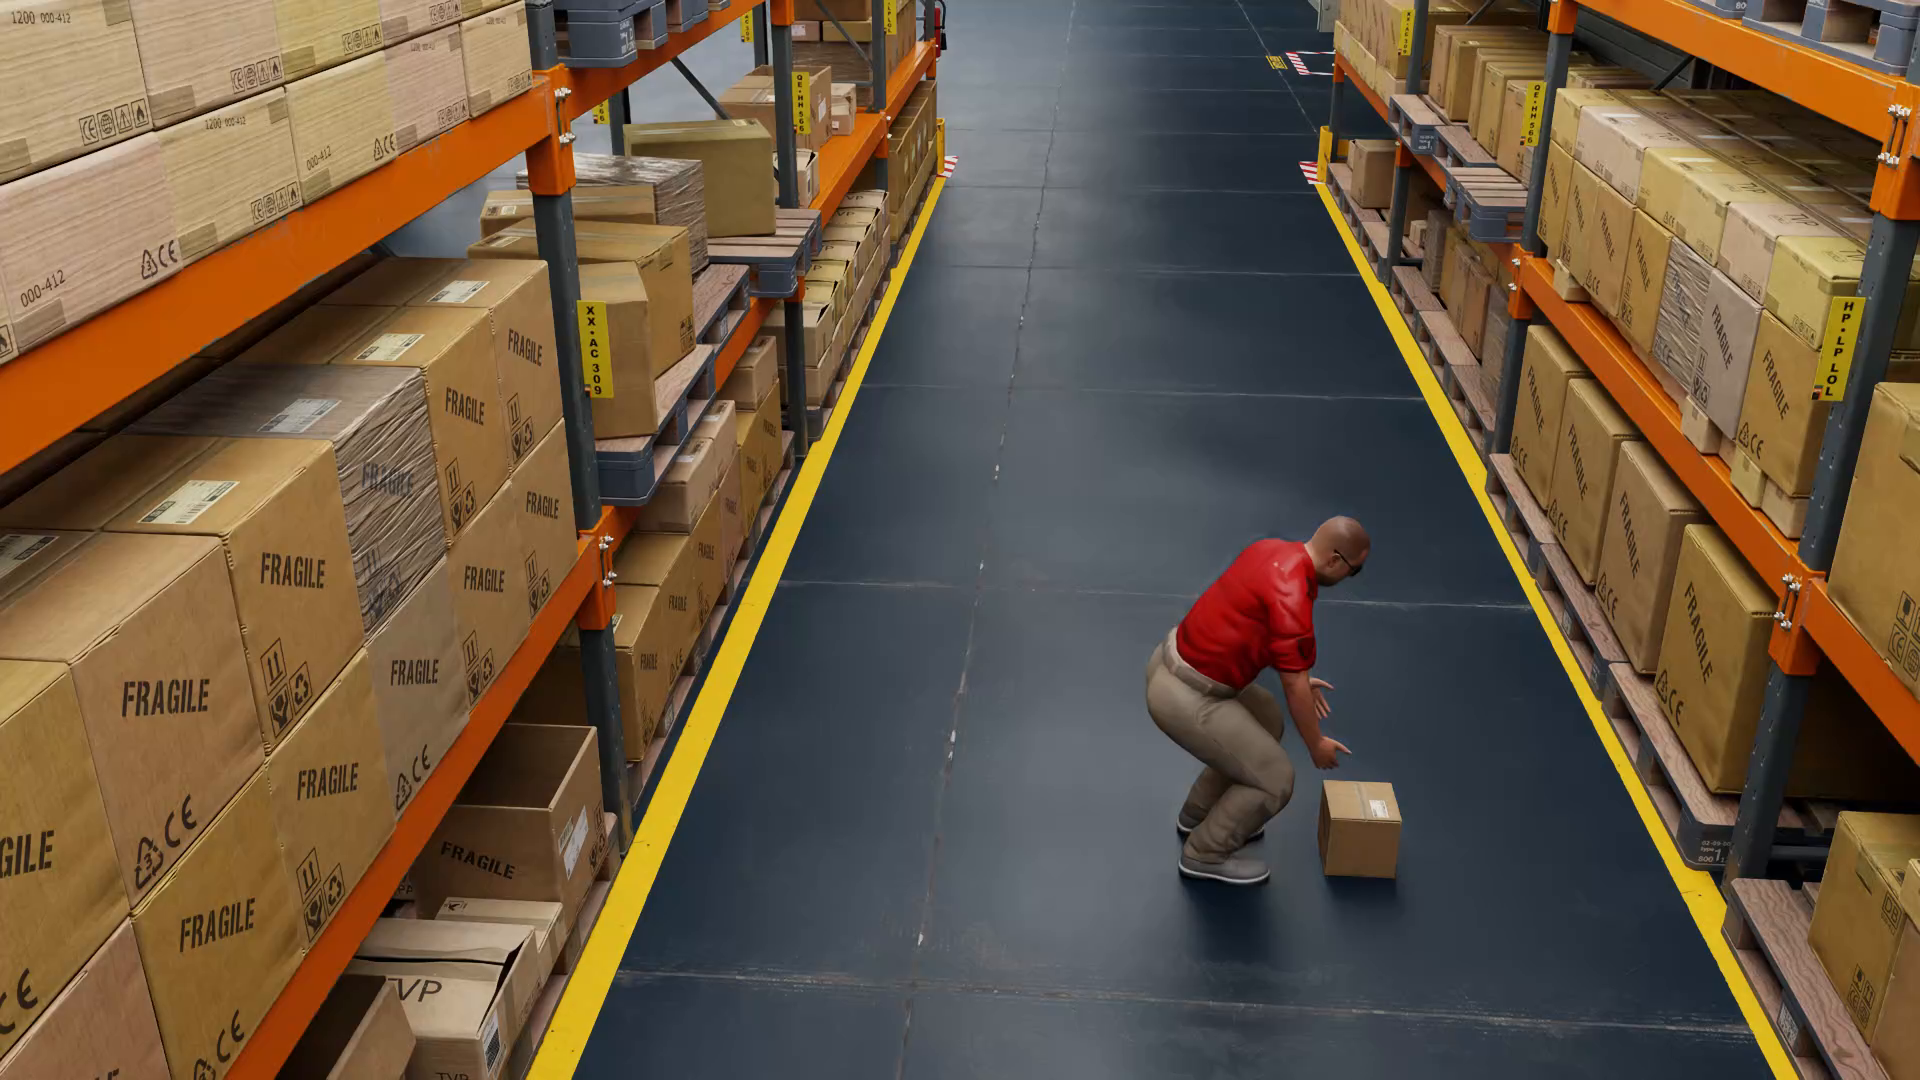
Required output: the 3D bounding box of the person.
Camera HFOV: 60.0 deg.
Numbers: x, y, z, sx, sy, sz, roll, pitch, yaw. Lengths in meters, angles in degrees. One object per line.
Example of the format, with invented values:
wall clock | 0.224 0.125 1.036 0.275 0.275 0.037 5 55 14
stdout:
person | 1.027 0.533 5.916 0.741 1.349 0.590 2 24 4
